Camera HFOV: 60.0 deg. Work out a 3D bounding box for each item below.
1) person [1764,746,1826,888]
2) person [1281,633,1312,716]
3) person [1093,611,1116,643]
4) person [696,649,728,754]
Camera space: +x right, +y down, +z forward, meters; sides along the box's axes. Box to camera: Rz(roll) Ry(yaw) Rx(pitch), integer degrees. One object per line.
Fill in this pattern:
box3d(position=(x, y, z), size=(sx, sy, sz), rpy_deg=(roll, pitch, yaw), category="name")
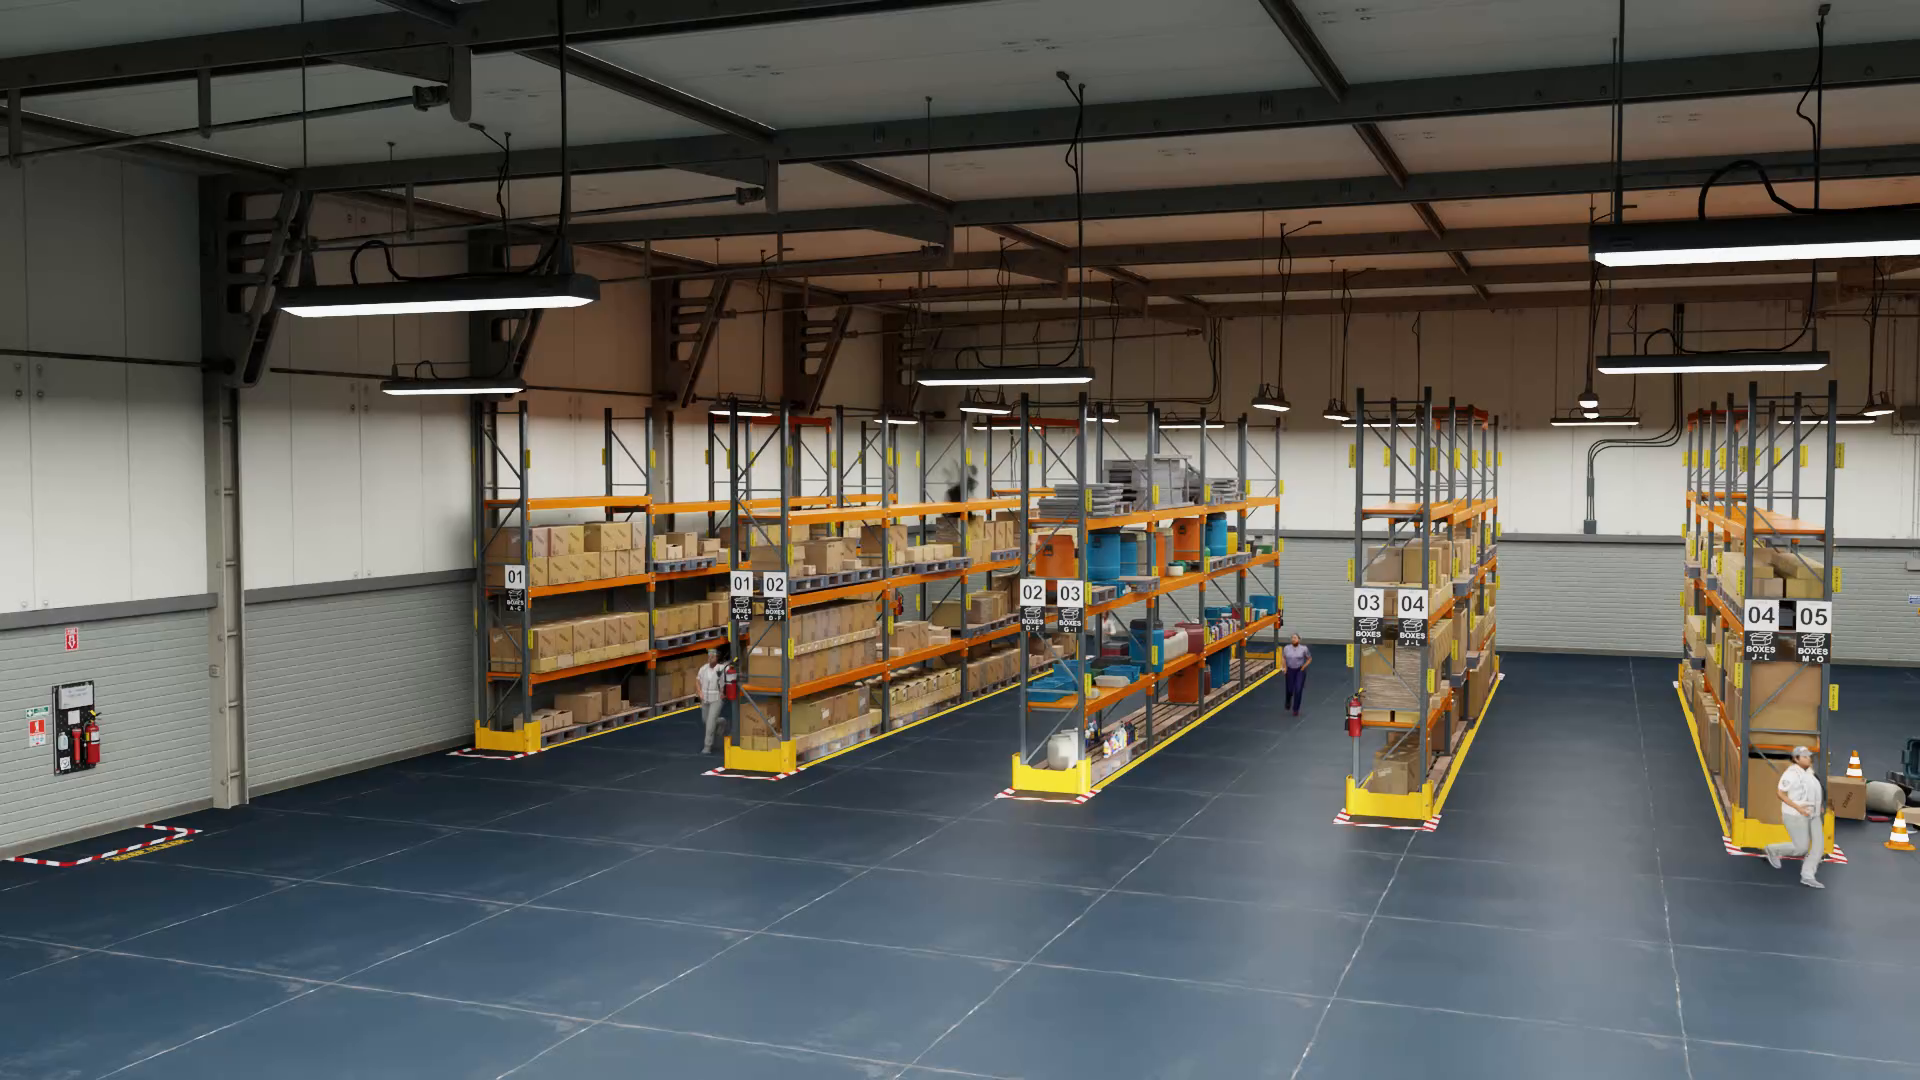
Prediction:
box3d(position=(9.897, 3.241, 19.622), size=(0.608, 1.638, 0.709), rpy_deg=(-1, 3, -27), category="person")
box3d(position=(6.577, 2.630, 32.535), size=(0.598, 1.608, 0.586), rpy_deg=(1, 3, 17), category="person")
box3d(position=(3.254, 2.355, 37.598), size=(0.537, 1.585, 0.893), rpy_deg=(0, 3, 9), category="person")
box3d(position=(-4.255, 2.754, 28.703), size=(0.641, 1.784, 1.037), rpy_deg=(1, 3, 21), category="person")
